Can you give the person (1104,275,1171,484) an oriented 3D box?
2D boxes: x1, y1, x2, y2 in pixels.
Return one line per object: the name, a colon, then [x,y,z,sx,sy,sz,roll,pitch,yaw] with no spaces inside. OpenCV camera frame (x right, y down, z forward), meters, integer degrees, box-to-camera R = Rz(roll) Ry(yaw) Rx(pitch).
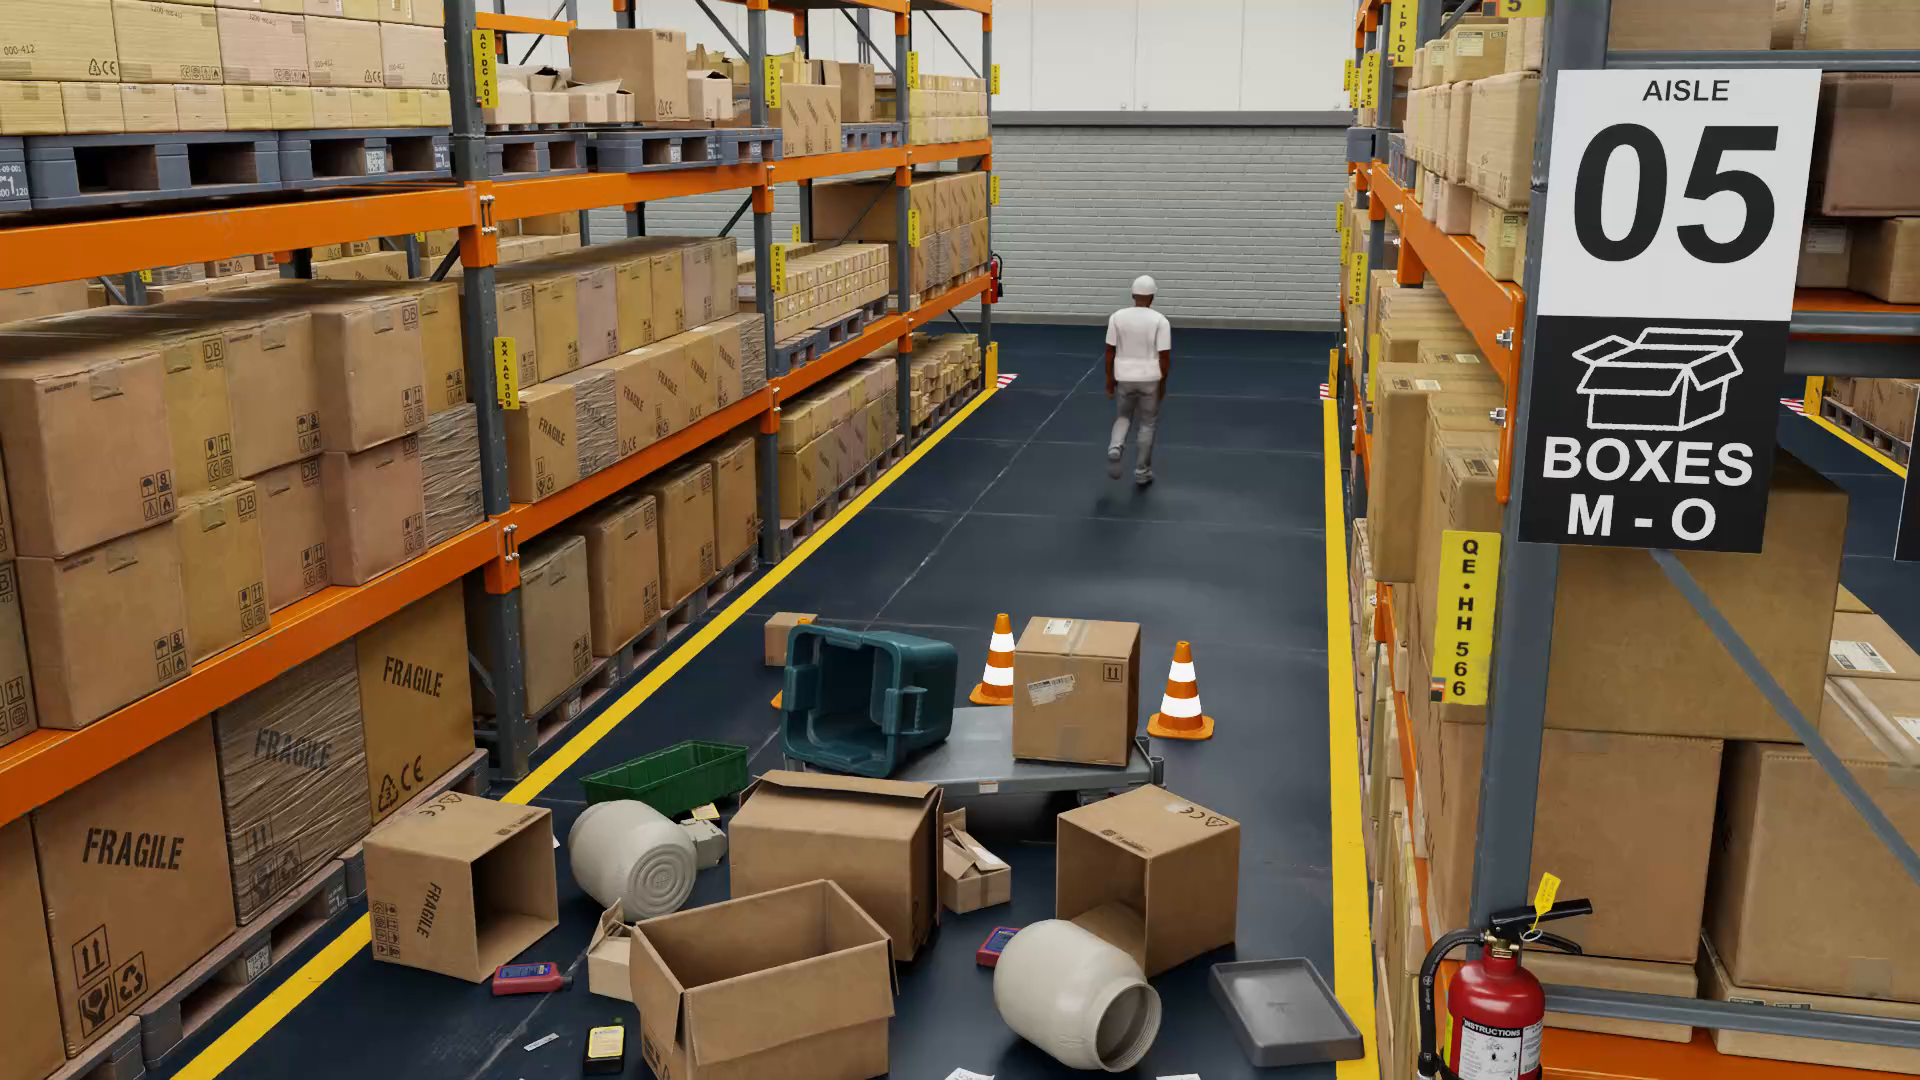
person: [1.485,-1.343,14.035,0.575,1.756,0.543,6,16,22]
